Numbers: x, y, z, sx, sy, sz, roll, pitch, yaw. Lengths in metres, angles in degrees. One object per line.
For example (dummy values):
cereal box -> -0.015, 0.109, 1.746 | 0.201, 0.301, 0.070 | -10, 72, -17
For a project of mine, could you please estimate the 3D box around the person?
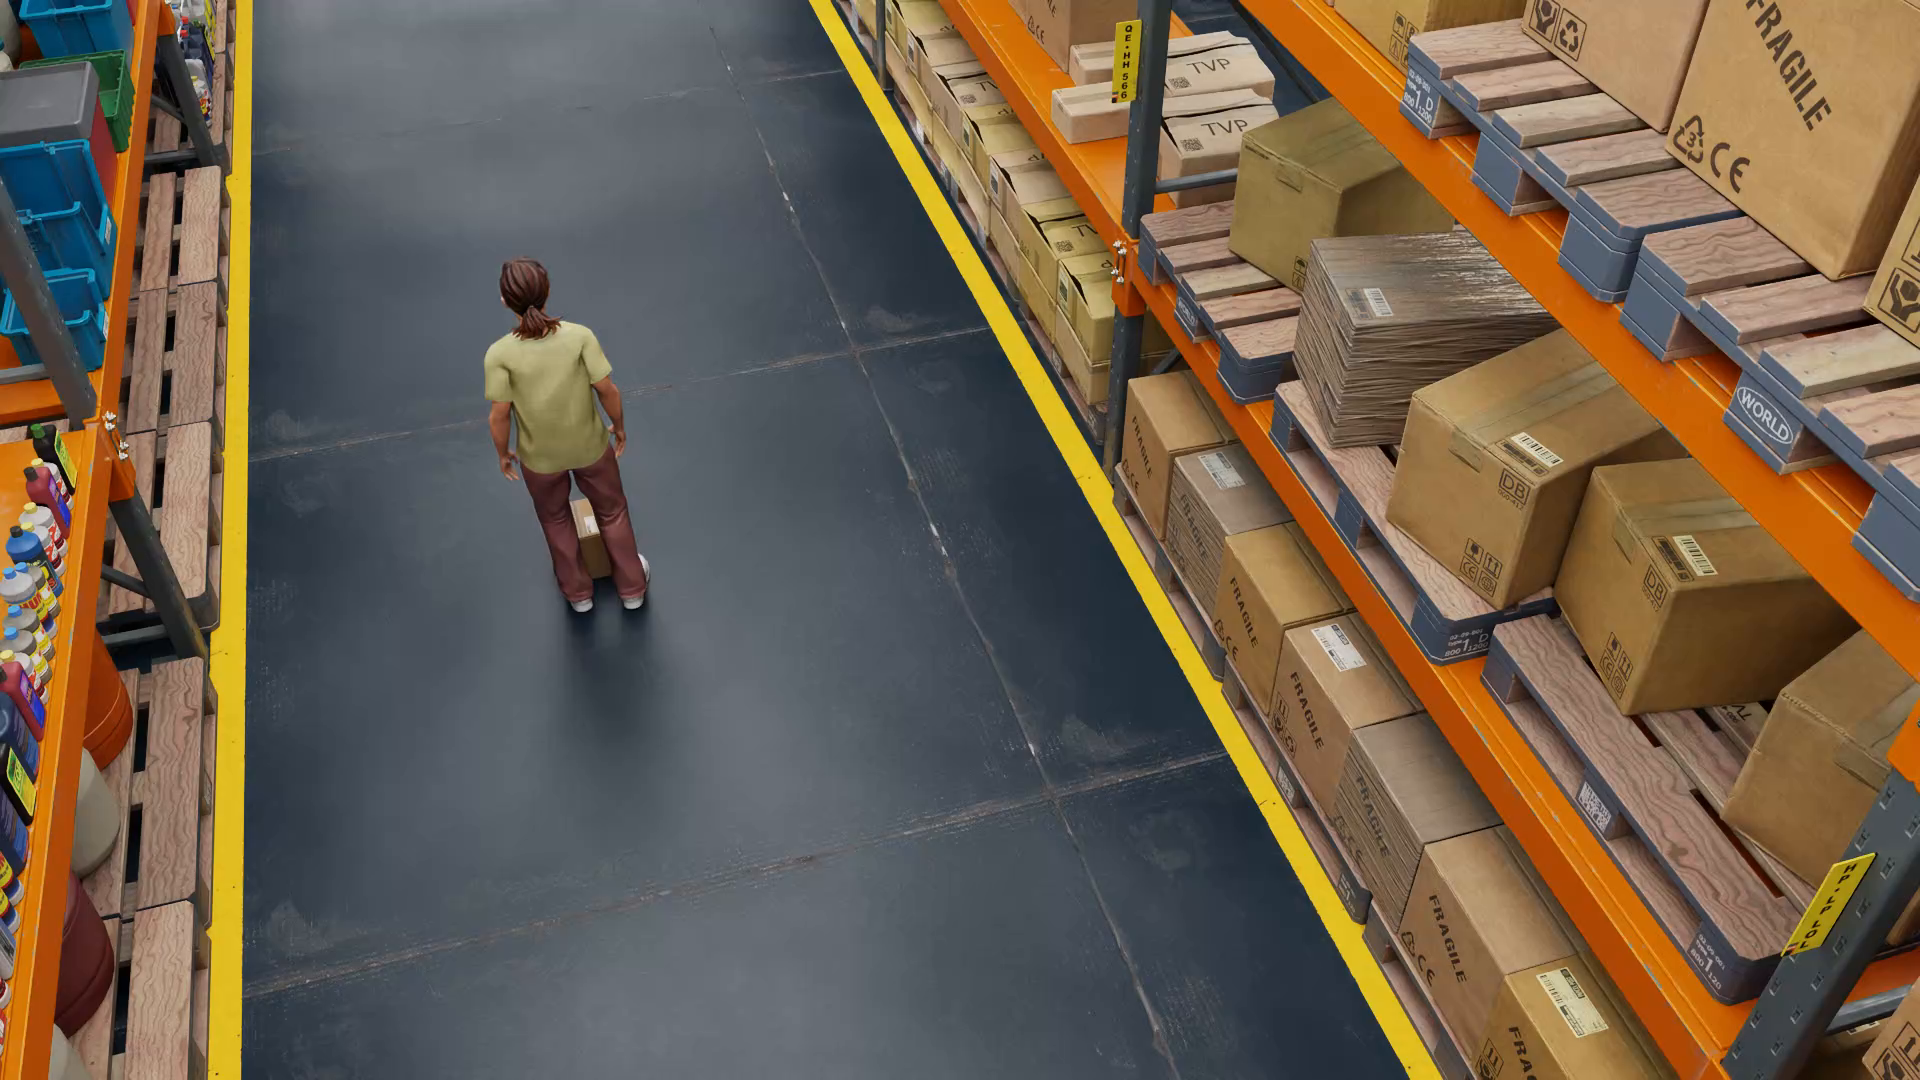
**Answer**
person -> -1.575, -0.387, 6.585 | 0.514, 1.673, 0.393 | -13, 44, -14
